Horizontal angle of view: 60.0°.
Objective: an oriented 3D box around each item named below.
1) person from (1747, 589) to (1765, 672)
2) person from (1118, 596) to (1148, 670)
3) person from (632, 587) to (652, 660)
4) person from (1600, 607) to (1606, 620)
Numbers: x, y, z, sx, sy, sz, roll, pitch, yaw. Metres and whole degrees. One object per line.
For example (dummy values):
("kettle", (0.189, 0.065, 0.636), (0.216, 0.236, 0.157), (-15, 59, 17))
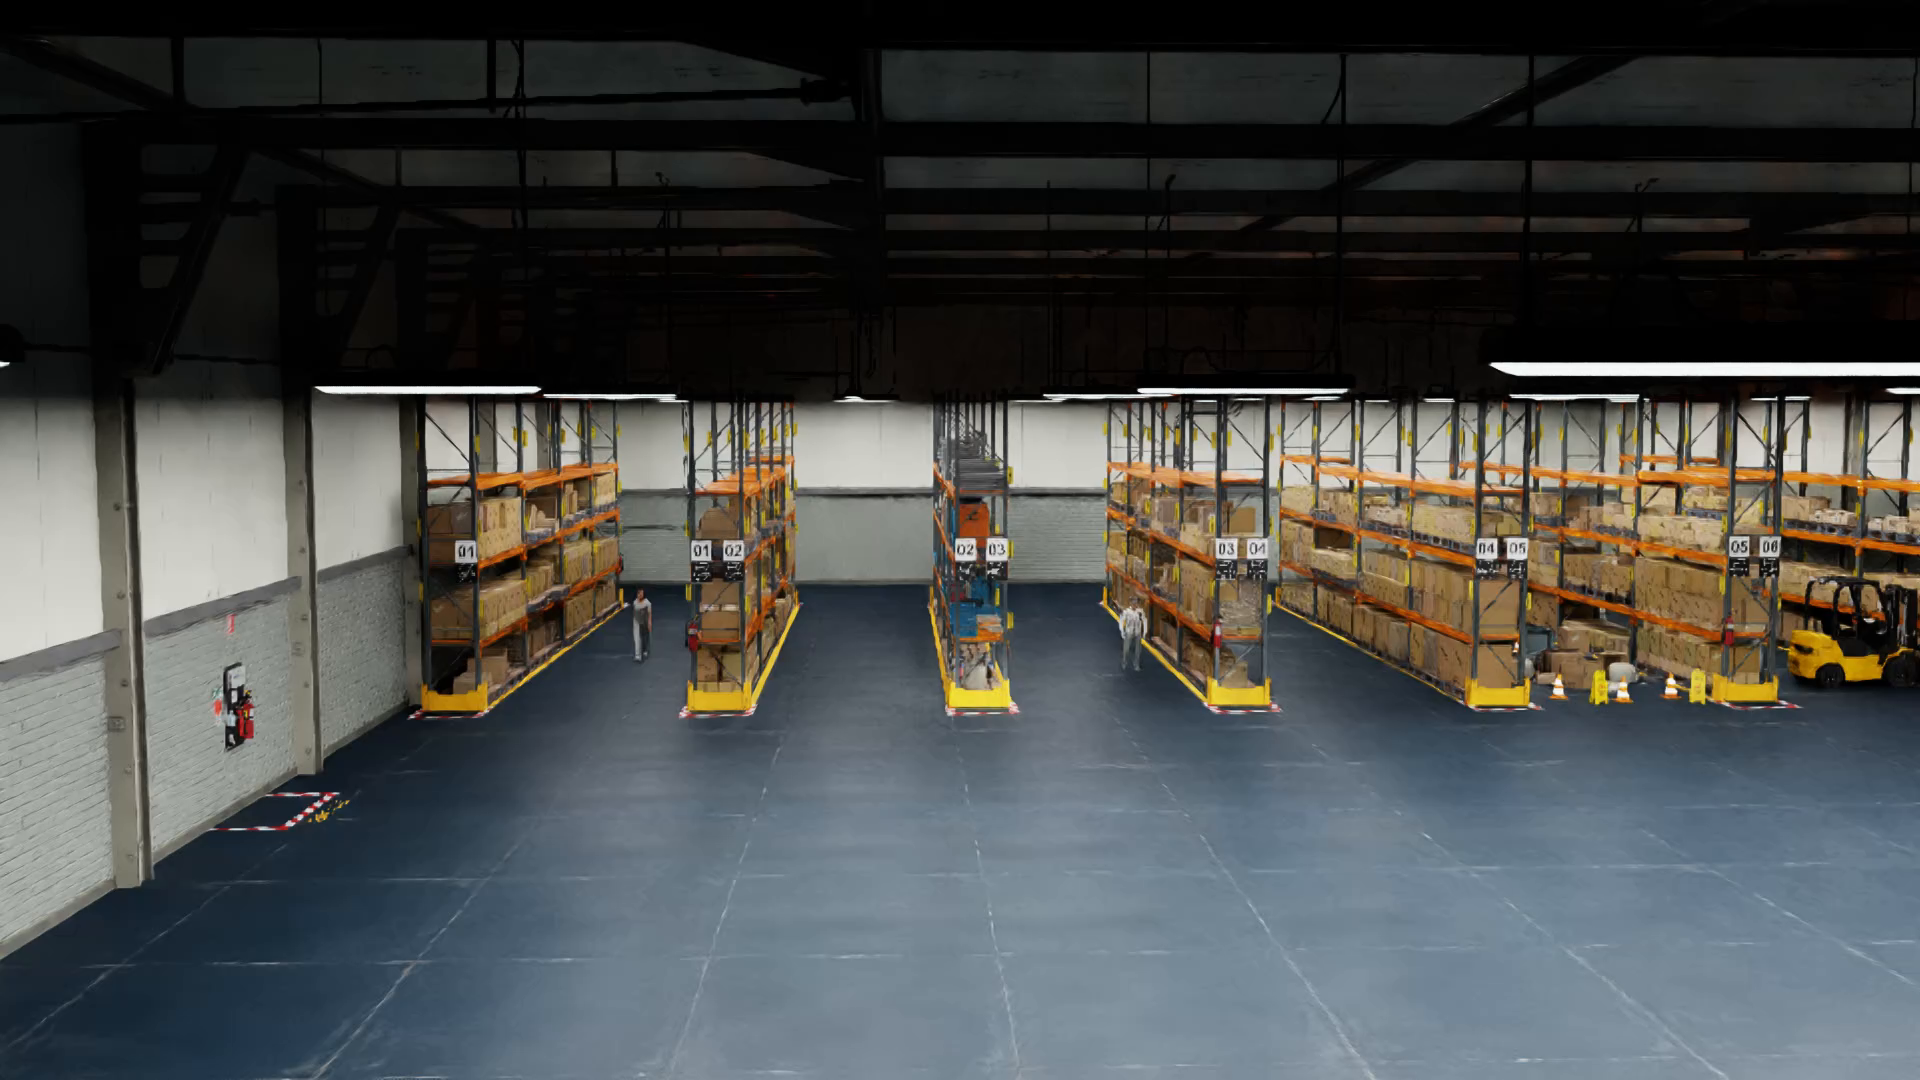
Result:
("person", (16.993, 1.929, 35.662), (0.501, 1.758, 0.588), (2, 5, 28))
("person", (3.724, 1.999, 35.788), (0.639, 1.632, 0.511), (0, 5, -3))
("person", (-7.138, 1.866, 37.374), (0.453, 1.612, 1.019), (0, 5, -4))
("person", (16.781, 1.238, 43.877), (0.577, 1.785, 0.655), (2, 5, 25))
